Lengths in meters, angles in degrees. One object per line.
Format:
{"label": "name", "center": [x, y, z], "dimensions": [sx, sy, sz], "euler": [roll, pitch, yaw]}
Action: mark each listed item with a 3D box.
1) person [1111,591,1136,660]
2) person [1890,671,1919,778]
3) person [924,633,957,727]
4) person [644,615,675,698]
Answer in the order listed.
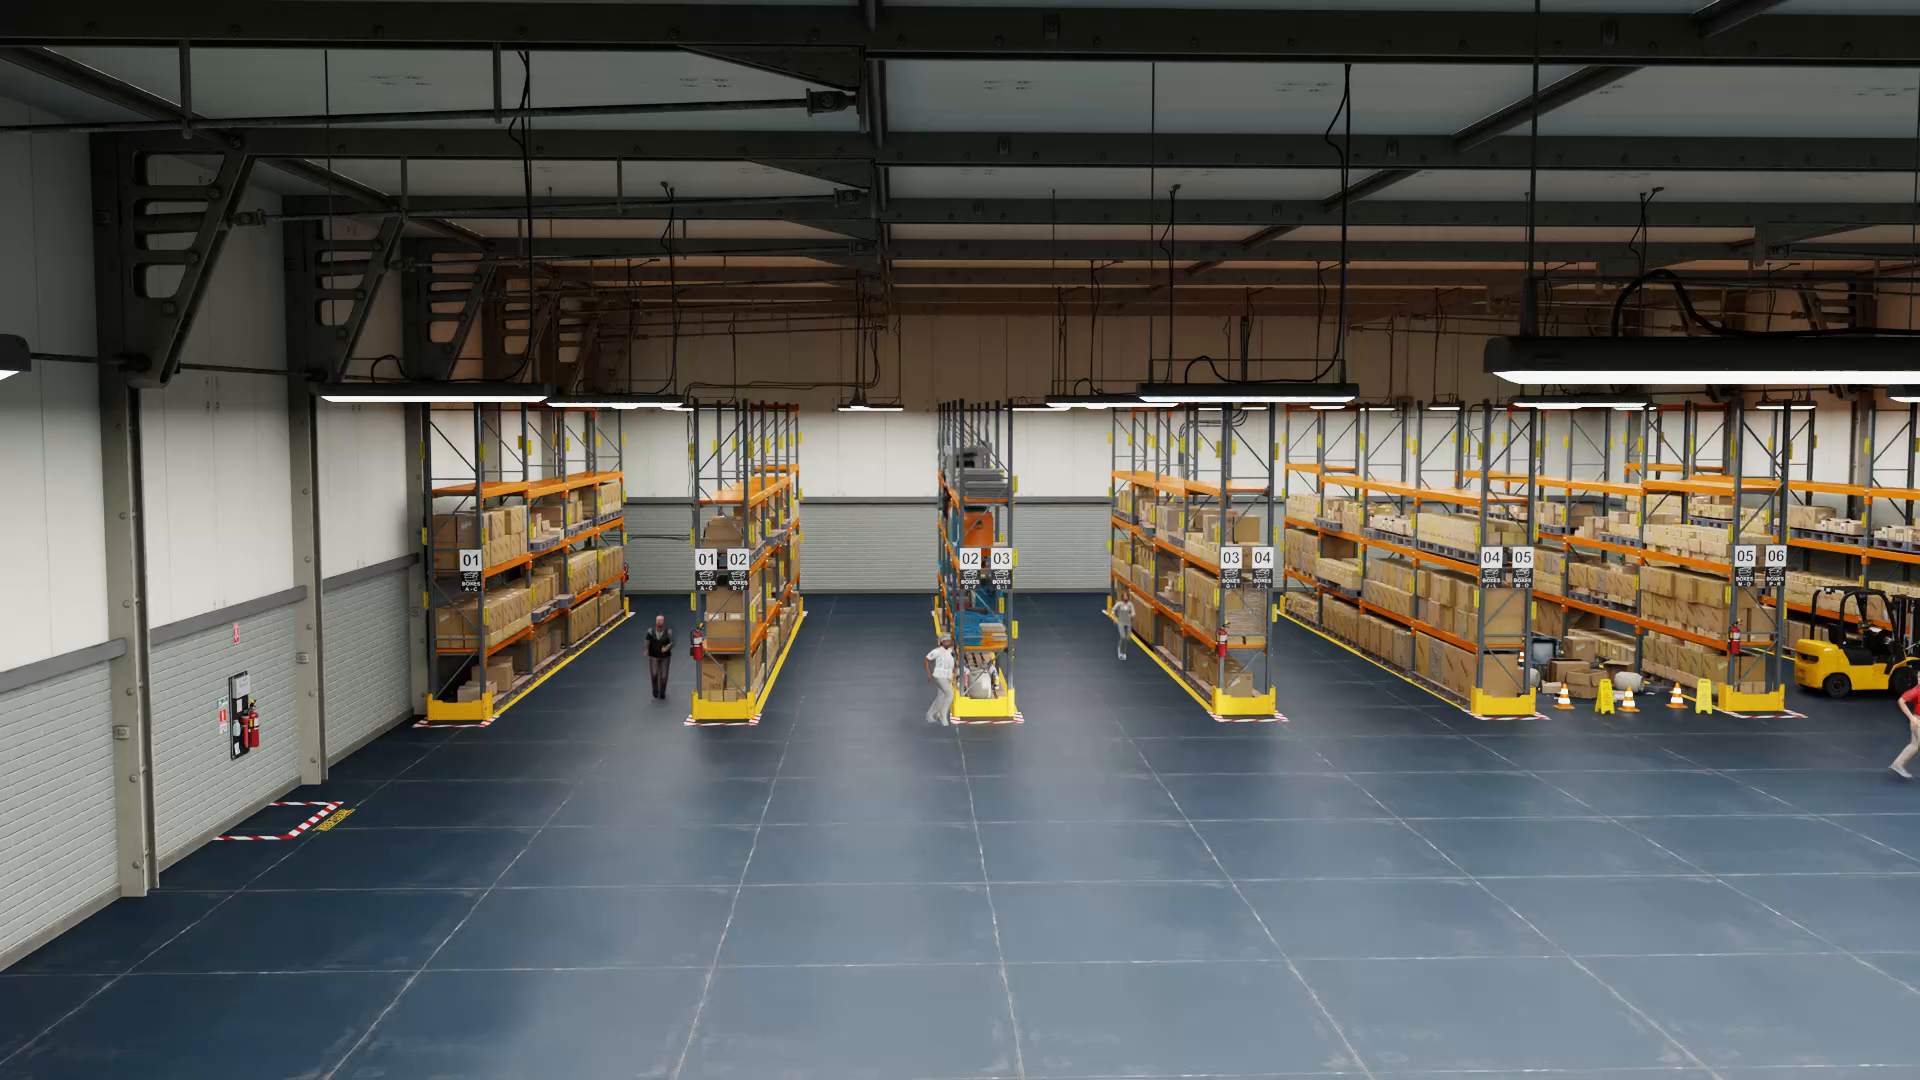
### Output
{"label": "person", "center": [3.814, 1.993, 38.583], "dimensions": [0.505, 1.597, 0.655], "euler": [-1, 4, -11]}
{"label": "person", "center": [14.864, 2.905, 25.705], "dimensions": [0.854, 1.783, 0.642], "euler": [4, 6, 43]}
{"label": "person", "center": [-0.288, 2.556, 30.652], "dimensions": [0.658, 1.660, 0.571], "euler": [4, 6, 42]}
{"label": "person", "center": [-6.007, 2.343, 33.232], "dimensions": [0.630, 1.677, 0.733], "euler": [-1, 4, -9]}
